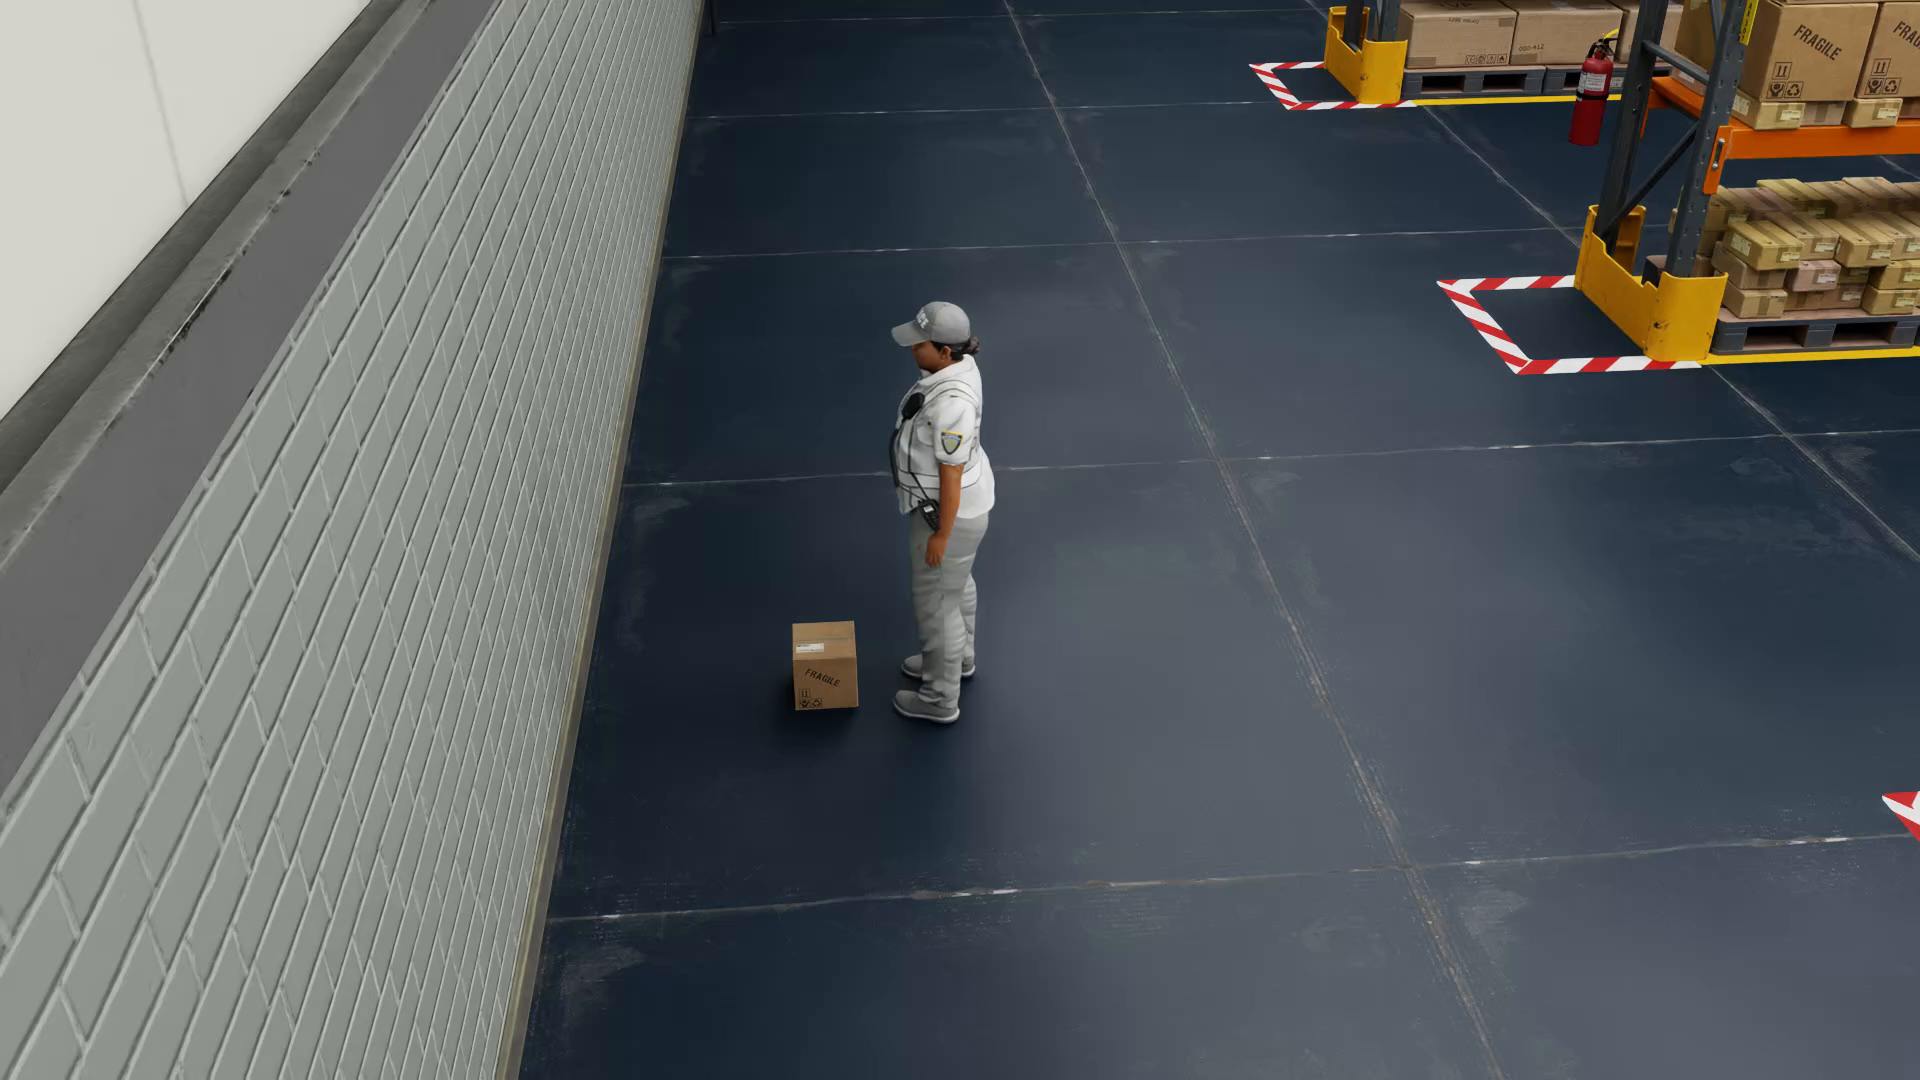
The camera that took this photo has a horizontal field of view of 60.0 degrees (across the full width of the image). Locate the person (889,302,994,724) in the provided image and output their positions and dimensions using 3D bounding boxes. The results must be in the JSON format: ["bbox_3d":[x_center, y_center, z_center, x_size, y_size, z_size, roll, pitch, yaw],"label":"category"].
[{"bbox_3d":[-0.066,-0.116,6.318,0.394,1.672,0.547,1,31,2],"label":"person"}]
